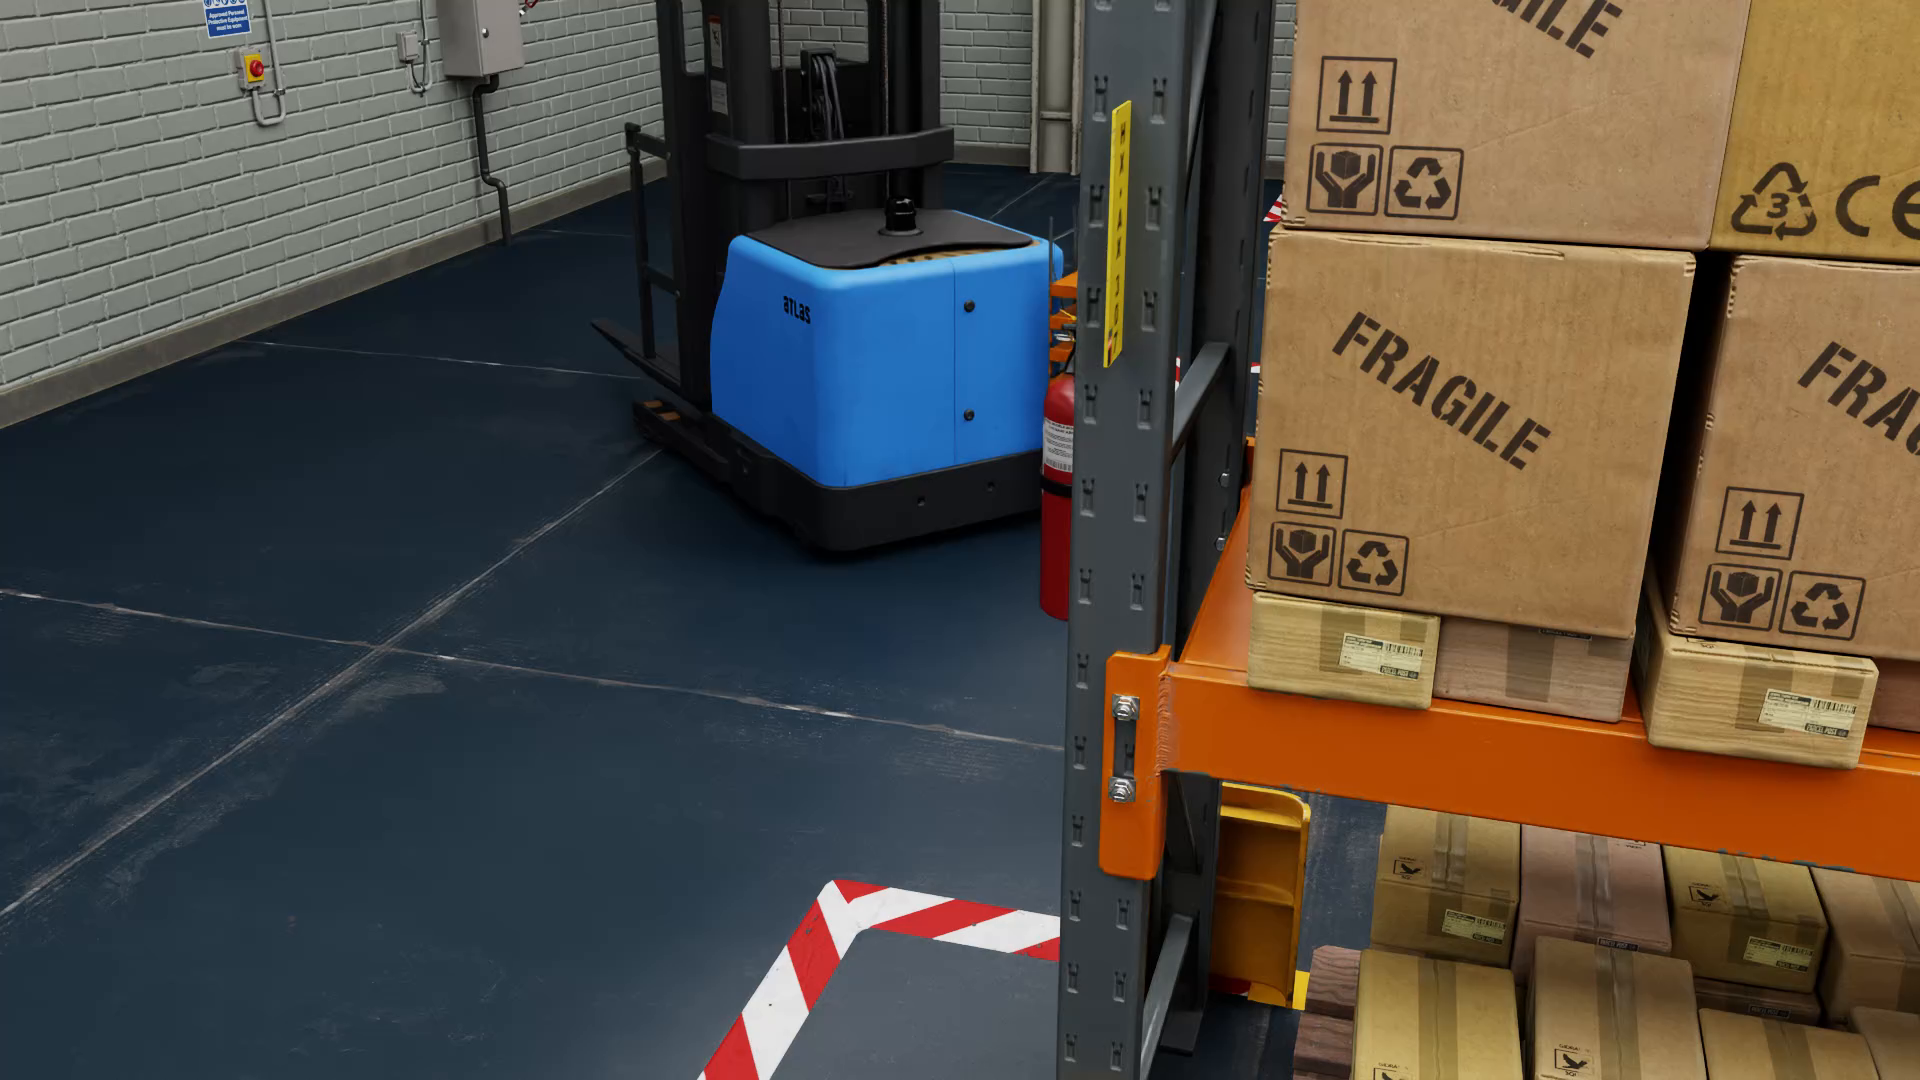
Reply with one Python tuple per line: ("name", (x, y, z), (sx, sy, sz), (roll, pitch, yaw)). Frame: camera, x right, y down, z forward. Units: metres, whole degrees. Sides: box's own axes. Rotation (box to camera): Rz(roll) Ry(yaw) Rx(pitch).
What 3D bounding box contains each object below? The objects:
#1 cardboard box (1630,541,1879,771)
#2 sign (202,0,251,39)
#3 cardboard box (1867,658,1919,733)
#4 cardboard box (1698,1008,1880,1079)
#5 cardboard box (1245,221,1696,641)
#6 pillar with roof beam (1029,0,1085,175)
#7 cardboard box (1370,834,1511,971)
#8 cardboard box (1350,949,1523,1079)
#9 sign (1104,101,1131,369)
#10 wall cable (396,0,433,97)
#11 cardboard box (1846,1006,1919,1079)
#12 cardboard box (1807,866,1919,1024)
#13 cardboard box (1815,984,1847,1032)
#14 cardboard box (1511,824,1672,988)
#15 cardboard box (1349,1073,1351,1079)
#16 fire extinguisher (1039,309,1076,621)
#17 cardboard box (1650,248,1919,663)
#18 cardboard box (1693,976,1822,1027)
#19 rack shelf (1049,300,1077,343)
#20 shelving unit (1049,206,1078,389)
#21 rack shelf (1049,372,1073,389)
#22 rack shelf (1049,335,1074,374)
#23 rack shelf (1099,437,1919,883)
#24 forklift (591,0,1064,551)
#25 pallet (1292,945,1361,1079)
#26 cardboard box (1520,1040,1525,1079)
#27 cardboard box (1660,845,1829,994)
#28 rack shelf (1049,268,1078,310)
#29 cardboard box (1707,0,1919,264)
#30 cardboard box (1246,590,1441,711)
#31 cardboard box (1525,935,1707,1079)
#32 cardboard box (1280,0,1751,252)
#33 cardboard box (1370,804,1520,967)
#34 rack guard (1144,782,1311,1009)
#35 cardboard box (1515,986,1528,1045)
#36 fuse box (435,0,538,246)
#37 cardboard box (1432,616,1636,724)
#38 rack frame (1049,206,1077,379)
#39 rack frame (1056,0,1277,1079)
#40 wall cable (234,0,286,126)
("cardboard box", (1.071, 0.147, 2.289), (0.250, 0.149, 0.380), (6, 23, 14))
("sign", (-3.786, -2.719, 8.589), (0.001, 0.218, 0.327), (7, 23, 16))
("cardboard box", (1.359, 0.126, 2.341), (0.250, 0.149, 0.380), (8, 24, 18))
("cardboard box", (1.264, 0.906, 2.529), (0.250, 0.149, 0.380), (6, 23, 15))
("cardboard box", (0.708, -0.220, 2.329), (0.500, 0.500, 0.500), (8, 24, 18))
("pillar with roof beam", (-0.443, -5.633, 8.145), (0.400, 9.000, 9.100), (7, 23, 16))
("cardboard box", (0.946, 0.756, 3.286), (0.250, 0.149, 0.380), (6, 23, 14))
("cardboard box", (0.762, 0.845, 2.677), (0.250, 0.149, 0.380), (5, 23, 13))
("sign", (0.202, -0.389, 2.124), (0.005, 0.325, 0.100), (7, 23, 16))
("wall cable", (-3.315, -3.591, 9.733), (0.122, 1.984, 0.588), (7, 23, 16))
("cardboard box", (1.526, 0.903, 2.536), (0.250, 0.149, 0.380), (5, 23, 13))
("cardboard box", (1.676, 0.712, 3.000), (0.250, 0.149, 0.380), (6, 23, 13))
("cardboard box", (1.671, 0.879, 2.985), (0.250, 0.149, 0.380), (6, 23, 15))
("cardboard box", (1.162, 0.679, 3.082), (0.250, 0.149, 0.380), (7, 23, 17))
("cardboard box", (0.786, 0.953, 2.807), (0.250, 0.149, 0.380), (8, 23, 18))
("fire extinguisher", (0.250, -0.172, 3.331), (0.183, 0.674, 0.296), (7, 23, 16))
("cardboard box", (1.228, -0.170, 2.208), (0.500, 0.500, 0.500), (7, 23, 16))
("cardboard box", (1.444, 0.812, 3.148), (0.250, 0.149, 0.380), (6, 23, 13))
("rack shelf", (0.461, -0.795, 6.108), (0.180, 0.103, 0.258), (10, 24, 25))
("shelving unit", (0.464, -0.614, 6.181), (0.189, 1.200, 0.258), (10, 24, 25))
("rack shelf", (0.465, -0.573, 6.197), (0.180, 0.103, 0.258), (10, 24, 25))
("rack shelf", (0.463, -0.684, 6.153), (0.180, 0.103, 0.258), (10, 24, 25))
("rack shelf", (2.273, 0.367, 2.371), (4.000, 0.370, 1.077), (7, 23, 16))
("forklift", (-0.793, -1.828, 6.865), (1.130, 2.935, 3.031), (-13, 26, -28))
("pallet", (1.198, 1.215, 3.029), (1.213, 0.211, 1.003), (7, 23, 16))
("cardboard box", (1.031, 1.003, 2.683), (0.250, 0.149, 0.380), (6, 23, 15))
("cardboard box", (1.447, 0.661, 3.126), (0.250, 0.149, 0.380), (6, 23, 14))
("rack shelf", (0.459, -0.907, 6.063), (0.180, 0.103, 0.258), (10, 24, 25))
("cardboard box", (1.196, -0.633, 2.020), (0.500, 0.500, 0.500), (7, 23, 17))
("cardboard box", (0.574, 0.086, 2.440), (0.250, 0.149, 0.380), (6, 23, 15))
("cardboard box", (1.060, 0.832, 2.709), (0.250, 0.149, 0.380), (7, 23, 16))
("cardboard box", (0.711, -0.686, 2.149), (0.500, 0.500, 0.500), (6, 23, 15))
("cardboard box", (0.938, 0.630, 3.200), (0.250, 0.149, 0.380), (7, 23, 16))
("rack guard", (0.431, 0.980, 3.223), (0.348, 0.500, 1.175), (7, 23, 16))
("cardboard box", (1.181, 0.804, 3.168), (0.250, 0.149, 0.380), (6, 23, 14))
("fuse box", (-2.967, -2.756, 10.733), (0.414, 1.711, 0.539), (7, 23, 16))
("cardboard box", (0.829, 0.098, 2.408), (0.250, 0.149, 0.380), (7, 23, 17))
("rack frame", (0.382, -0.628, 6.219), (0.006, 1.200, 0.240), (10, 24, 25))
("rack frame", (0.358, -0.185, 2.769), (0.127, 3.000, 1.000), (7, 23, 16))
("wall cable", (-3.714, -3.089, 8.468), (0.123, 1.953, 0.585), (7, 23, 16))
